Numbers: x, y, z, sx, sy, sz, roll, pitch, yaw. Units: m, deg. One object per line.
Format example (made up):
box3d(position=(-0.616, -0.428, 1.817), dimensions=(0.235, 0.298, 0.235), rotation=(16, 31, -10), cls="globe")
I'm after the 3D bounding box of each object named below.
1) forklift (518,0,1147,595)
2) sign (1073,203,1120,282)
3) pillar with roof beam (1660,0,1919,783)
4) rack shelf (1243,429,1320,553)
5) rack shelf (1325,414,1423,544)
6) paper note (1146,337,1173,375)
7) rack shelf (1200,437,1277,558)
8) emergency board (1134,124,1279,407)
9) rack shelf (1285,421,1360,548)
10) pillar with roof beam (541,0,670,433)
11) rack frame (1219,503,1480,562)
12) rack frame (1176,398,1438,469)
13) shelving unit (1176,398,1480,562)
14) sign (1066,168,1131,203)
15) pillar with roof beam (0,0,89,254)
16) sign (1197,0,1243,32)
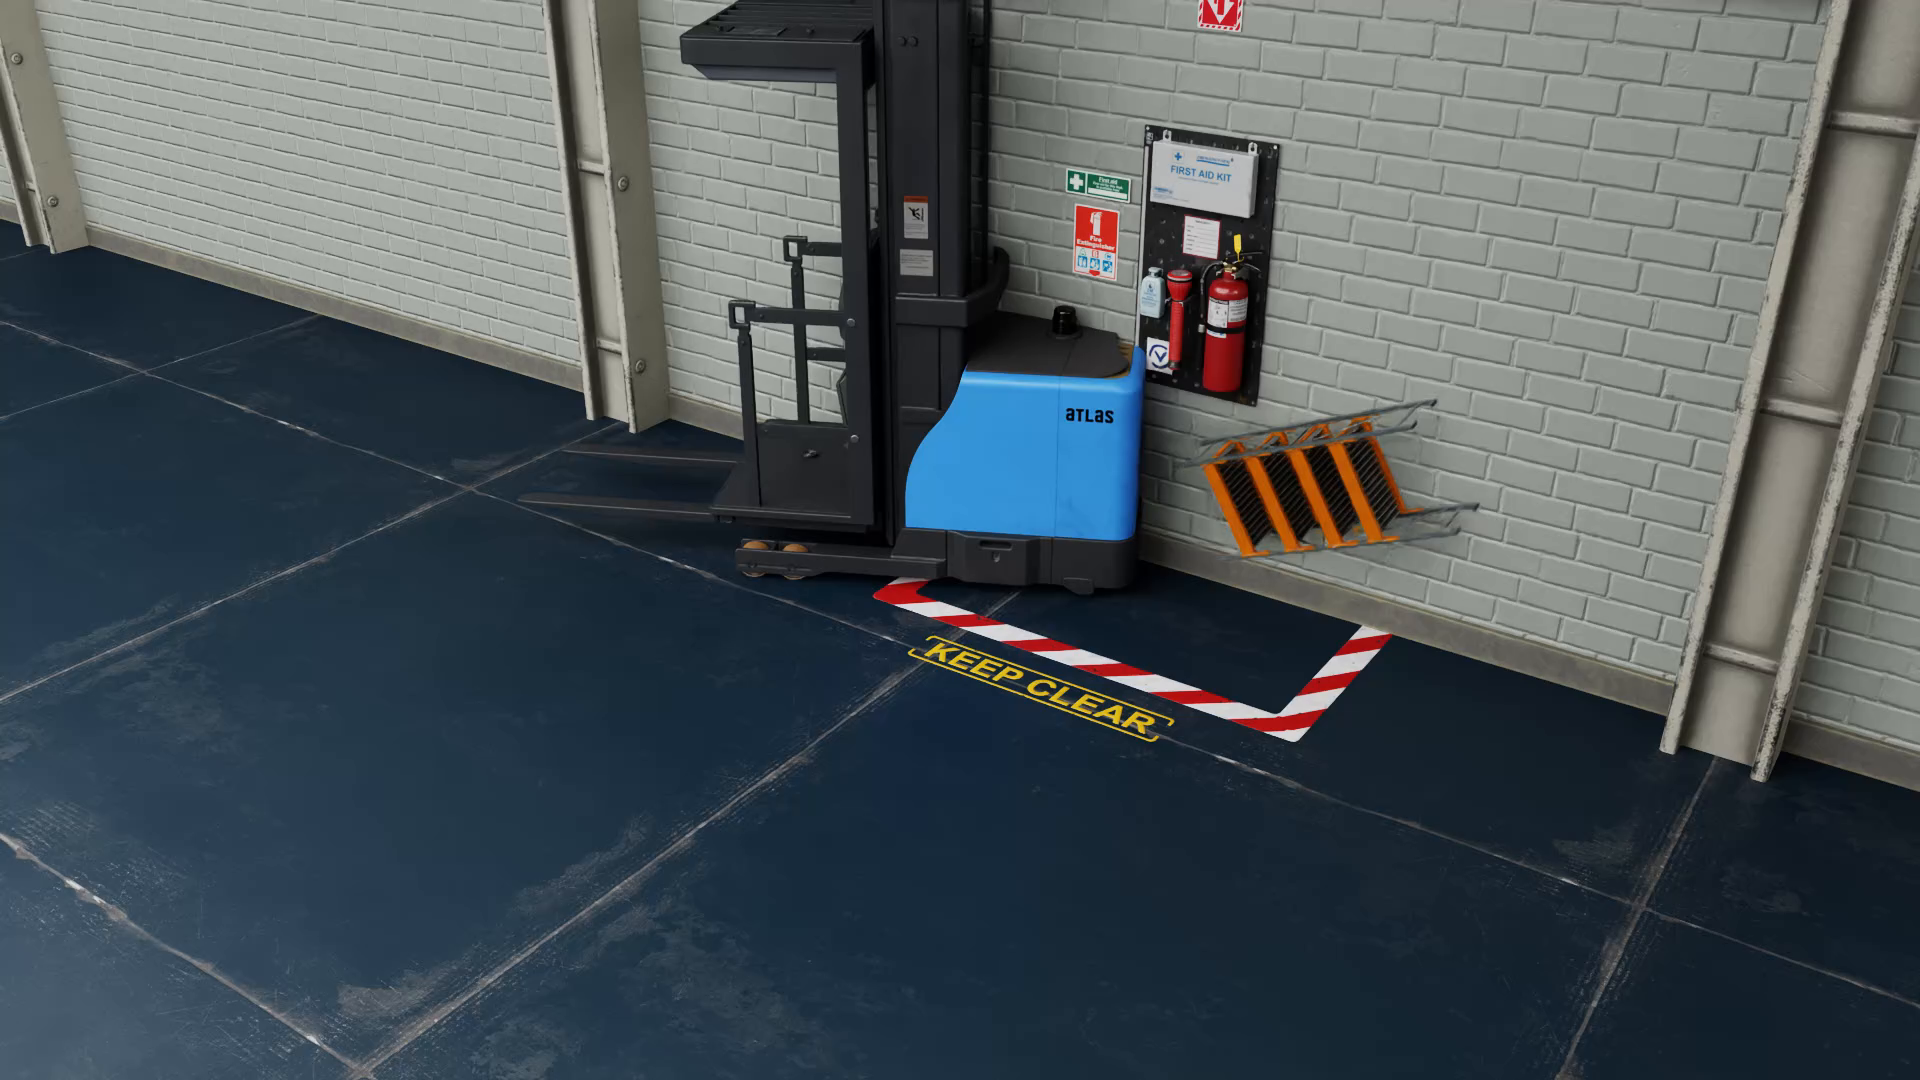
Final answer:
box3d(position=(-0.622, -1.349, 7.670), dimensions=(3.031, 2.935, 1.130), rotation=(4, 27, 8), cls="forklift")
box3d(position=(0.617, -1.353, 7.563), dimensions=(0.234, 0.329, 0.001), rotation=(17, 32, 30), cls="sign")
box3d(position=(0.592, -1.572, 1.418), dimensions=(0.400, 9.000, 9.100), rotation=(17, 32, 30), cls="pillar with roof beam")
box3d(position=(1.439, -0.218, 7.219), dimensions=(0.148, 0.480, 0.258), rotation=(-8, 25, 47), cls="rack shelf")
box3d(position=(1.724, -0.259, 6.911), dimensions=(0.148, 0.480, 0.258), rotation=(-8, 25, 47), cls="rack shelf")
box3d(position=(0.908, -0.836, 7.556), dimensions=(0.142, 0.148, 0.016), rotation=(17, 32, 30), cls="paper note")
box3d(position=(1.279, -0.195, 7.392), dimensions=(0.148, 0.480, 0.258), rotation=(-8, 25, 47), cls="rack shelf")
box3d(position=(1.014, -1.157, 7.216), dimensions=(0.643, 1.169, 0.194), rotation=(17, 32, 30), cls="emergency board")
box3d(position=(1.590, -0.240, 7.056), dimensions=(0.148, 0.480, 0.258), rotation=(-8, 25, 47), cls="rack shelf")
box3d(position=(-4.353, -3.113, 4.446), dimensions=(0.400, 9.000, 9.100), rotation=(17, 32, 30), cls="pillar with roof beam")
box3d(position=(1.652, -0.026, 7.176), dimensions=(1.200, 0.015, 0.240), rotation=(-8, 25, 47), cls="rack frame")
box3d(position=(1.437, -0.441, 7.034), dimensions=(1.200, 0.015, 0.240), rotation=(-8, 25, 47), cls="rack frame")
box3d(position=(1.545, -0.233, 7.105), dimensions=(1.200, 0.503, 0.258), rotation=(-8, 25, 47), cls="shelving unit")
box3d(position=(0.616, -1.585, 7.434), dimensions=(0.331, 0.109, 0.001), rotation=(17, 32, 30), cls="sign")
box3d(position=(-9.299, -4.654, 7.473), dimensions=(0.400, 9.000, 9.100), rotation=(17, 32, 30), cls="pillar with roof beam")
box3d(position=(1.064, -2.229, 6.768), dimensions=(0.199, 0.298, 0.001), rotation=(17, 32, 30), cls="sign")
